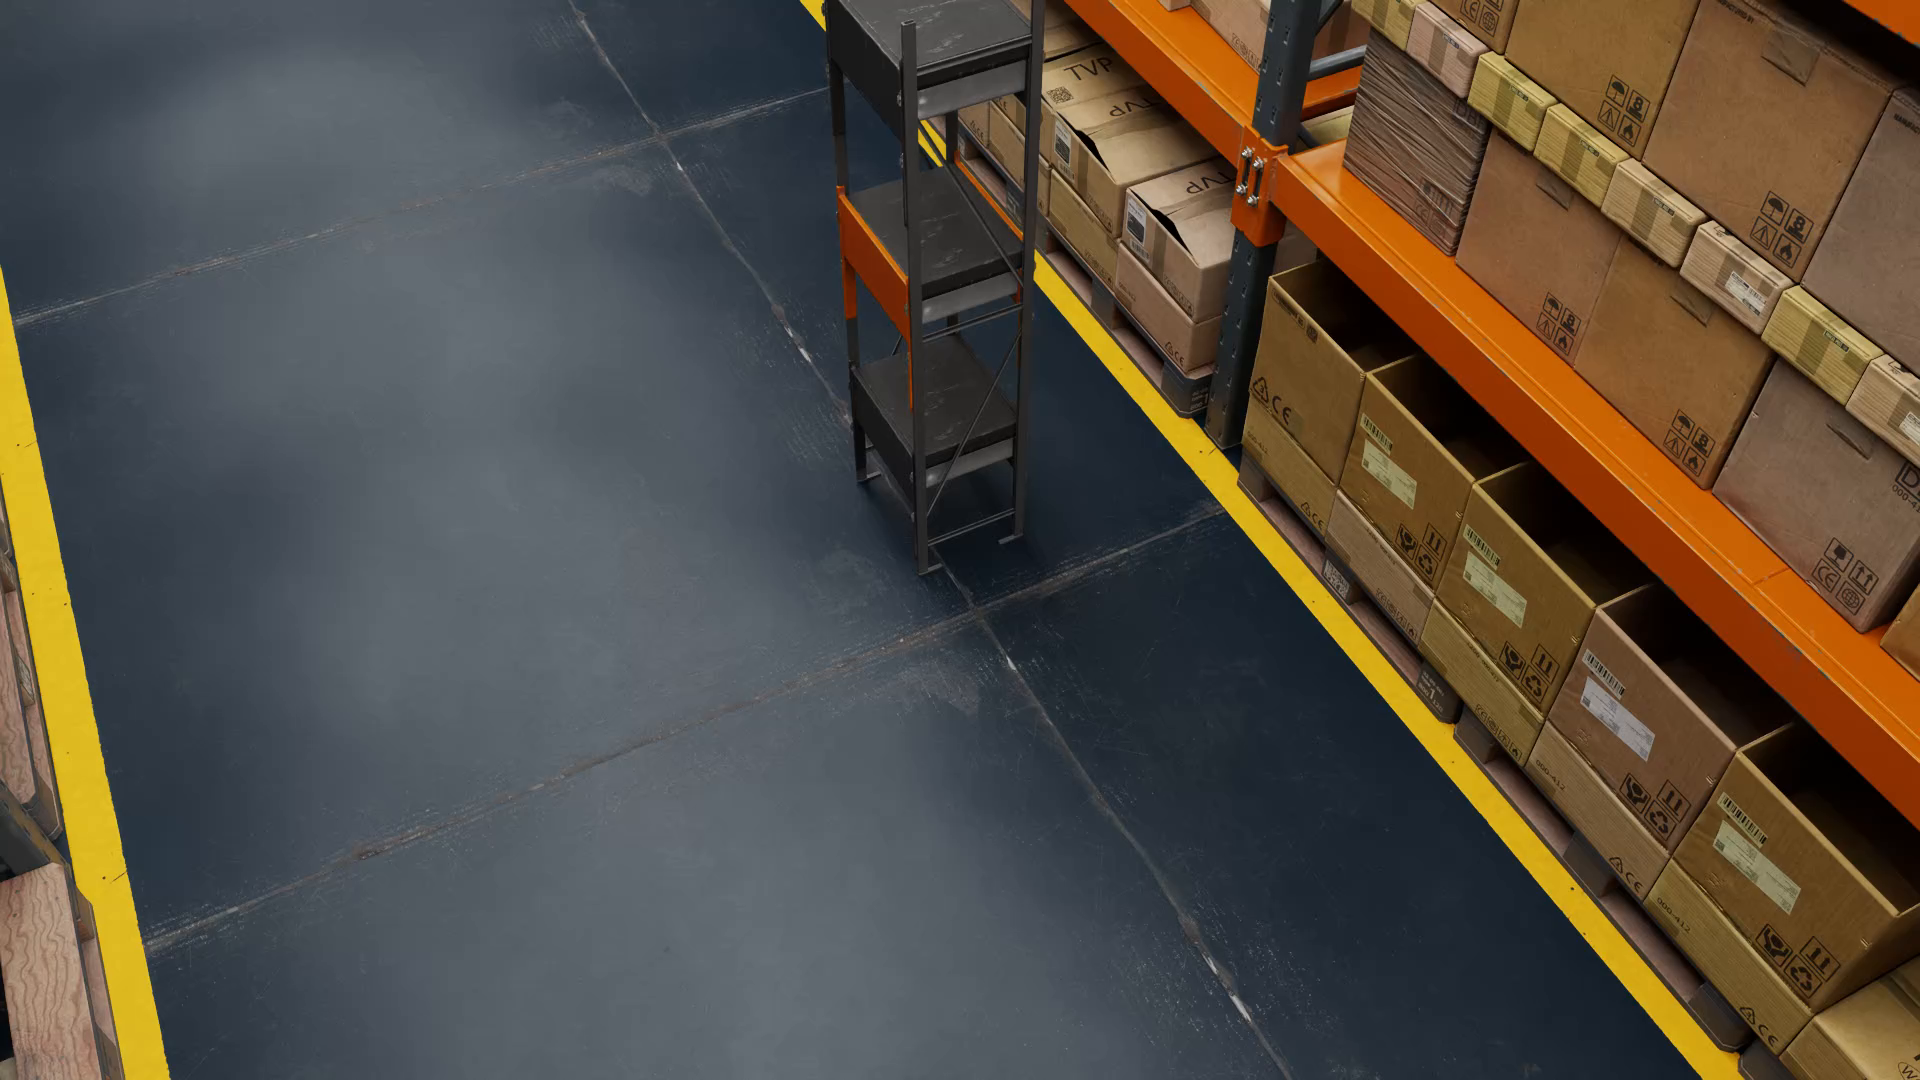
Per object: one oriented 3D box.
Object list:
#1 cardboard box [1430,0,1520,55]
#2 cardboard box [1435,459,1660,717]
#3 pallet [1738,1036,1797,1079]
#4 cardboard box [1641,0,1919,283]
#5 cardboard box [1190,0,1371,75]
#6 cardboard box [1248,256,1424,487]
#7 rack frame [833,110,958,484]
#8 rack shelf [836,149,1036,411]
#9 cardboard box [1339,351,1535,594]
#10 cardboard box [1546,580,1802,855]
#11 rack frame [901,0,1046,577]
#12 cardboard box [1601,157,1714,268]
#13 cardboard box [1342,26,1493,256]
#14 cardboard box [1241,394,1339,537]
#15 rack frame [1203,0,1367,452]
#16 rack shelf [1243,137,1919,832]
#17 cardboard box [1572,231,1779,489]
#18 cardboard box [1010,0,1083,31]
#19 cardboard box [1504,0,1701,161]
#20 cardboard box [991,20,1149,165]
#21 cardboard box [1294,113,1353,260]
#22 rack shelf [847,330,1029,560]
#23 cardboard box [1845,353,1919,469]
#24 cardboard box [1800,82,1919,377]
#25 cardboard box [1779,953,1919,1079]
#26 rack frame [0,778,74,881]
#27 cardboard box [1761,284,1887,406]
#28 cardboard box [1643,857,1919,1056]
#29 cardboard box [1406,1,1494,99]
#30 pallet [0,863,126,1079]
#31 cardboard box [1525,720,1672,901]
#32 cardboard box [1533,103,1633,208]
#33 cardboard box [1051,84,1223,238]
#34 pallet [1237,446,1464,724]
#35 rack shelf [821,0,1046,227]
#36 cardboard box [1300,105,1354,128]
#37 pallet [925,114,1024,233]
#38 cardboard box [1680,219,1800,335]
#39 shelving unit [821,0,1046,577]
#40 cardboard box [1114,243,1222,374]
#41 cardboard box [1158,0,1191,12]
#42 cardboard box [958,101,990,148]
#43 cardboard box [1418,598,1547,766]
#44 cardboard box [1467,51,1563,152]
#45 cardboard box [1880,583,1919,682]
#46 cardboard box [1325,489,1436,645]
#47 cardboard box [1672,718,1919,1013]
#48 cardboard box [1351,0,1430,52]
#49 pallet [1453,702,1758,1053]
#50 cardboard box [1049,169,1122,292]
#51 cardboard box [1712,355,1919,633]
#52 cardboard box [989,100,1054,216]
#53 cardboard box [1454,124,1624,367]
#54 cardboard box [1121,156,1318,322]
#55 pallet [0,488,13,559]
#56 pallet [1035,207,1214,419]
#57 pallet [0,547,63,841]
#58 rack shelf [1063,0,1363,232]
[{"bbox_3d":[1.573,-1.684,4.301,0.700,0.500,0.500,-21,52,-17],"label":"cardboard box"},{"bbox_3d":[1.756,0.089,4.729,0.500,0.500,0.500,-21,52,-18],"label":"cardboard box"},{"bbox_3d":[2.807,1.579,4.228,1.003,0.211,1.213,-21,52,-18],"label":"pallet"},{"bbox_3d":[2.034,-1.010,3.713,0.700,0.500,0.500,-21,52,-18],"label":"cardboard box"},{"bbox_3d":[1.100,-1.784,5.417,0.500,0.250,0.500,-18,51,-15],"label":"cardboard box"},{"bbox_3d":[1.298,-0.580,5.314,0.500,0.500,0.500,-21,52,-18],"label":"cardboard box"},{"bbox_3d":[-0.187,-0.965,5.199,0.400,2.100,0.015,-21,52,-18],"label":"rack frame"},{"bbox_3d":[-0.076,-0.793,5.067,0.431,0.518,0.480,-21,52,-18],"label":"rack shelf"},{"bbox_3d":[1.534,-0.248,5.024,0.500,0.500,0.500,-21,52,-18],"label":"cardboard box"},{"bbox_3d":[1.986,0.423,4.437,0.500,0.500,0.500,-21,52,-18],"label":"cardboard box"},{"bbox_3d":[0.036,-0.639,4.914,0.400,2.100,0.015,-21,52,-18],"label":"rack frame"},{"bbox_3d":[1.783,-0.835,3.990,0.380,0.149,0.250,-23,53,-19],"label":"cardboard box"},{"bbox_3d":[1.573,-1.257,4.790,0.700,0.500,0.500,-22,53,-18],"label":"cardboard box"},{"bbox_3d":[1.307,-0.337,5.599,0.500,0.250,0.500,-21,52,-18],"label":"cardboard box"},{"bbox_3d":[1.364,-1.518,5.085,1.000,3.000,0.127,-21,52,-18],"label":"rack frame"},{"bbox_3d":[2.279,0.057,4.185,1.077,0.370,4.000,-21,52,-18],"label":"rack shelf"},{"bbox_3d":[2.046,-0.569,4.188,0.700,0.500,0.500,-20,52,-17],"label":"cardboard box"},{"bbox_3d":[0.227,-2.127,6.793,0.500,0.311,0.500,-22,52,-18],"label":"cardboard box"},{"bbox_3d":[1.805,-1.346,4.006,0.700,0.500,0.500,-21,52,-18],"label":"cardboard box"},{"bbox_3d":[0.454,-1.789,6.497,0.500,0.311,0.500,-21,52,-18],"label":"cardboard box"},{"bbox_3d":[1.396,-1.298,6.068,0.500,0.311,0.500,-21,52,-17],"label":"cardboard box"},{"bbox_3d":[-0.076,-0.332,5.594,0.431,0.518,0.480,-21,52,-18],"label":"rack shelf"},{"bbox_3d":[2.139,-0.315,3.536,0.380,0.149,0.250,-22,52,-18],"label":"cardboard box"},{"bbox_3d":[2.262,-0.676,3.420,0.700,0.500,0.500,-21,52,-17],"label":"cardboard box"},{"bbox_3d":[2.447,1.338,4.135,0.500,0.250,0.500,-21,52,-18],"label":"cardboard box"},{"bbox_3d":[-3.039,0.190,3.591,1.000,3.000,0.127,-21,52,-18],"label":"rack frame"},{"bbox_3d":[2.027,-0.483,3.682,0.380,0.149,0.250,-22,52,-18],"label":"cardboard box"},{"bbox_3d":[2.217,1.004,4.427,0.500,0.250,0.500,-21,52,-18],"label":"cardboard box"},{"bbox_3d":[1.430,-1.350,4.441,0.380,0.149,0.250,-20,52,-17],"label":"cardboard box"},{"bbox_3d":[-2.700,1.546,4.258,1.003,0.211,1.213,-21,52,-18],"label":"pallet"},{"bbox_3d":[1.989,0.669,4.720,0.500,0.250,0.500,-21,52,-18],"label":"cardboard box"},{"bbox_3d":[1.671,-1.003,4.137,0.380,0.149,0.250,-22,52,-18],"label":"cardboard box"},{"bbox_3d":[0.680,-1.454,6.204,0.500,0.311,0.500,-20,52,-17],"label":"cardboard box"},{"bbox_3d":[1.691,-0.054,5.657,1.003,0.211,1.213,-21,52,-18],"label":"pallet"},{"bbox_3d":[-0.076,-1.254,4.540,0.431,0.518,0.480,-21,52,-18],"label":"rack shelf"},{"bbox_3d":[1.172,-1.635,6.363,0.500,0.311,0.500,-22,52,-18],"label":"cardboard box"},{"bbox_3d":[0.430,-1.898,7.269,1.003,0.211,1.213,-21,52,-18],"label":"pallet"},{"bbox_3d":[1.908,-0.657,3.835,0.380,0.149,0.250,-23,53,-19],"label":"cardboard box"},{"bbox_3d":[-0.076,-0.802,5.057,0.431,2.100,0.503,-21,52,-18],"label":"shelving unit"},{"bbox_3d":[0.917,-0.929,6.118,0.500,0.250,0.500,-22,52,-18],"label":"cardboard box"},{"bbox_3d":[0.798,-1.999,5.595,0.396,0.266,0.258,-22,52,-18],"label":"cardboard box"},{"bbox_3d":[0.221,-1.952,7.012,0.500,0.250,0.500,-20,52,-17],"label":"cardboard box"},{"bbox_3d":[1.755,0.336,5.011,0.500,0.250,0.500,-21,52,-18],"label":"cardboard box"},{"bbox_3d":[1.550,-1.178,4.290,0.380,0.149,0.250,-22,53,-18],"label":"cardboard box"},{"bbox_3d":[2.526,0.125,3.582,0.700,0.500,0.500,-21,52,-17],"label":"cardboard box"},{"bbox_3d":[1.531,0.000,5.305,0.500,0.250,0.500,-21,52,-18],"label":"cardboard box"},{"bbox_3d":[2.214,0.758,4.144,0.500,0.500,0.500,-21,52,-18],"label":"cardboard box"},{"bbox_3d":[1.315,-1.518,4.588,0.380,0.149,0.250,-21,52,-18],"label":"cardboard box"},{"bbox_3d":[2.253,0.764,4.942,1.003,0.211,1.213,-21,52,-18],"label":"pallet"},{"bbox_3d":[0.687,-1.268,6.414,0.500,0.250,0.500,-22,52,-18],"label":"cardboard box"},{"bbox_3d":[2.281,-0.226,3.889,0.700,0.500,0.500,-20,52,-16],"label":"cardboard box"},{"bbox_3d":[0.452,-1.611,6.714,0.500,0.250,0.500,-20,52,-17],"label":"cardboard box"},{"bbox_3d":[1.820,-0.906,4.483,0.700,0.500,0.500,-22,52,-18],"label":"cardboard box"},{"bbox_3d":[0.924,-1.108,5.902,0.500,0.311,0.500,-21,52,-18],"label":"cardboard box"},{"bbox_3d":[-3.959,-0.230,5.811,1.003,0.211,1.213,-21,52,-18],"label":"pallet"},{"bbox_3d":[0.992,-1.080,6.554,1.003,0.211,1.213,-21,52,-18],"label":"pallet"},{"bbox_3d":[-3.396,0.588,5.096,1.003,0.211,1.213,-21,52,-18],"label":"pallet"},{"bbox_3d":[0.449,-2.620,6.527,1.077,0.370,4.000,-21,52,-18],"label":"rack shelf"}]
